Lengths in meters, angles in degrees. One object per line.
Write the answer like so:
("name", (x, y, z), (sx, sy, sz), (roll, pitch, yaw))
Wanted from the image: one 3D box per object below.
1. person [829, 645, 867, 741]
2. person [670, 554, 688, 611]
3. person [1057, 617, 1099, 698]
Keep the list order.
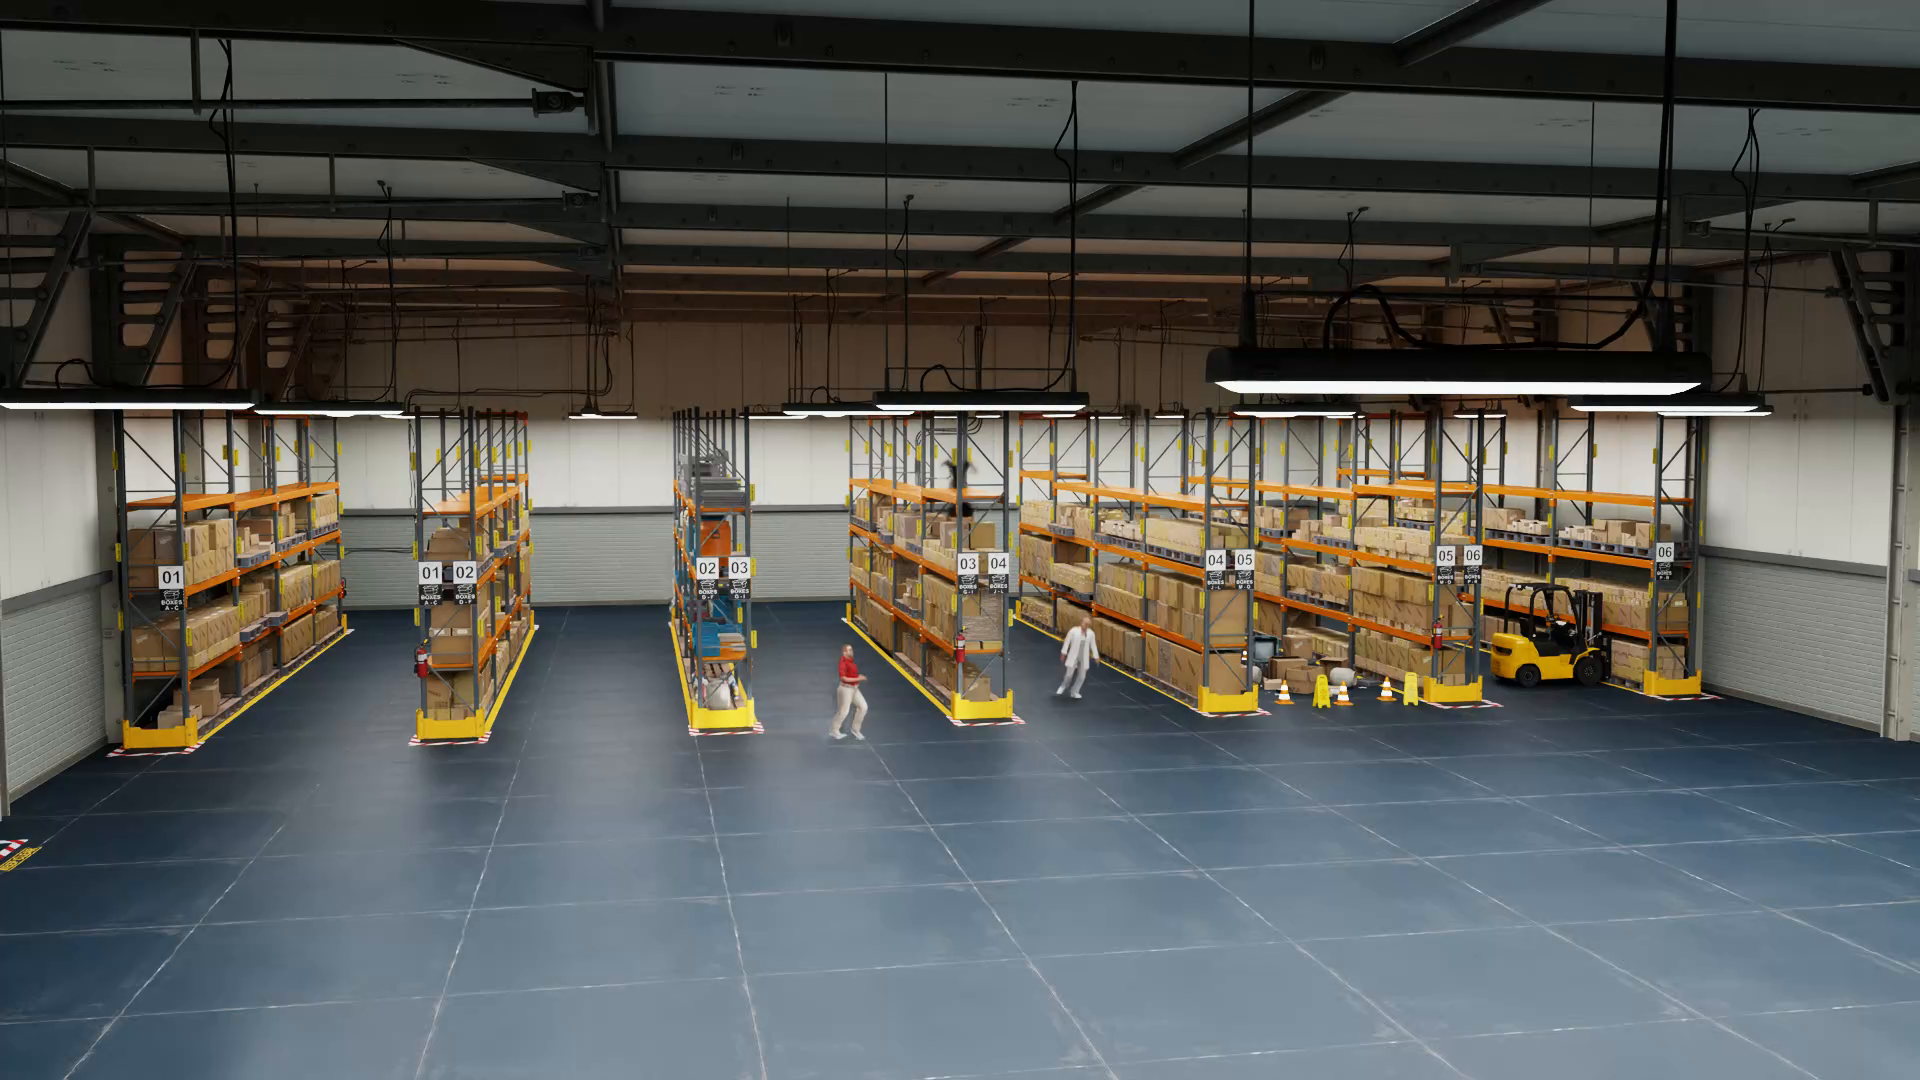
("person", (-2.015, 2.747, 29.813), (0.737, 1.759, 0.626), (2, 4, 22))
("person", (-8.250, 1.311, 49.543), (0.836, 1.828, 0.650), (1, 4, 13))
("person", (2.432, 2.416, 34.356), (0.824, 1.700, 0.638), (-1, 4, -11))
